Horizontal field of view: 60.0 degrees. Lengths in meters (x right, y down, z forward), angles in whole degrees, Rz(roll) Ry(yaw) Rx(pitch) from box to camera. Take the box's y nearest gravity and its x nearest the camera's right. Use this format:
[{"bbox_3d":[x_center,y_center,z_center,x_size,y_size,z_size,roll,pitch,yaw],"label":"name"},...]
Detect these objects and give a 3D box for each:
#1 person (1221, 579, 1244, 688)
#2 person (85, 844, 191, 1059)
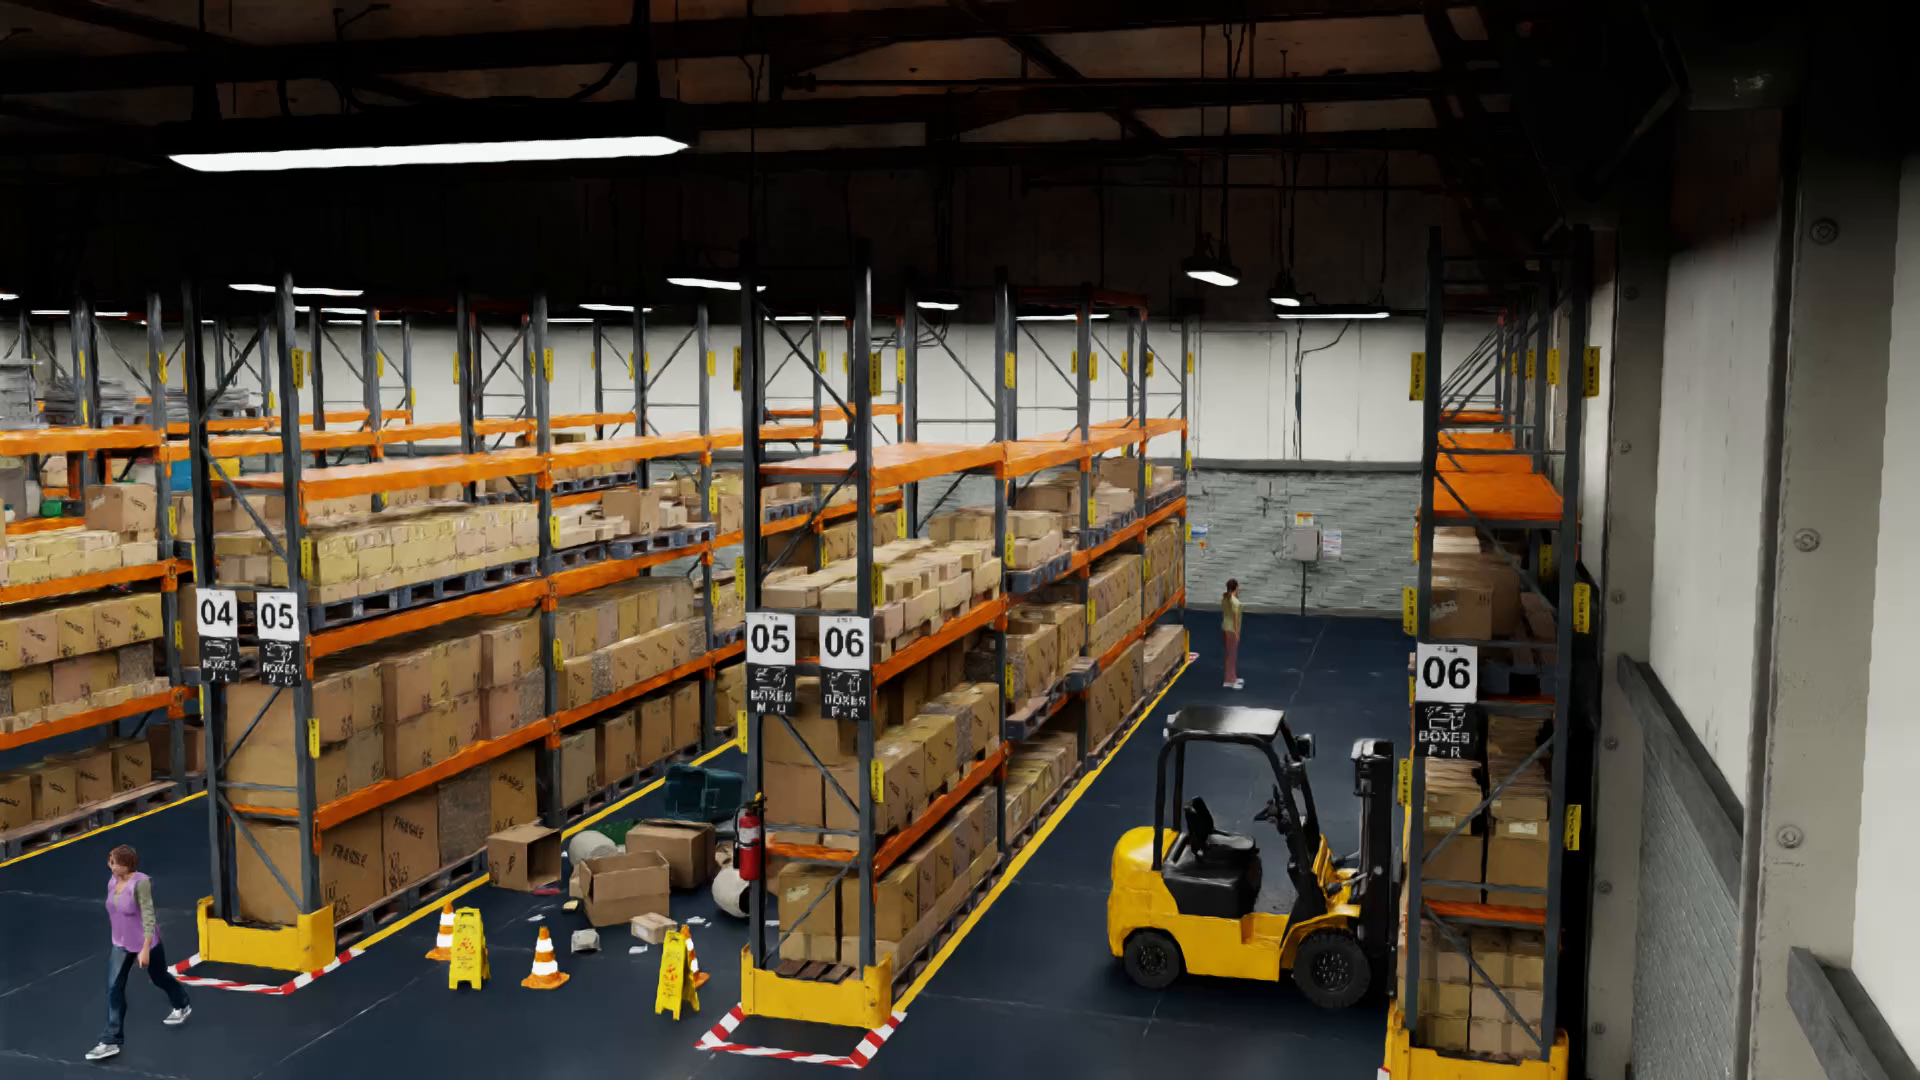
[{"bbox_3d":[4.259,1.438,25.813,0.432,1.673,0.499,-2,7,-15],"label":"person"},{"bbox_3d":[-6.139,3.022,12.436,0.430,1.508,0.949,2,7,15],"label":"person"}]
